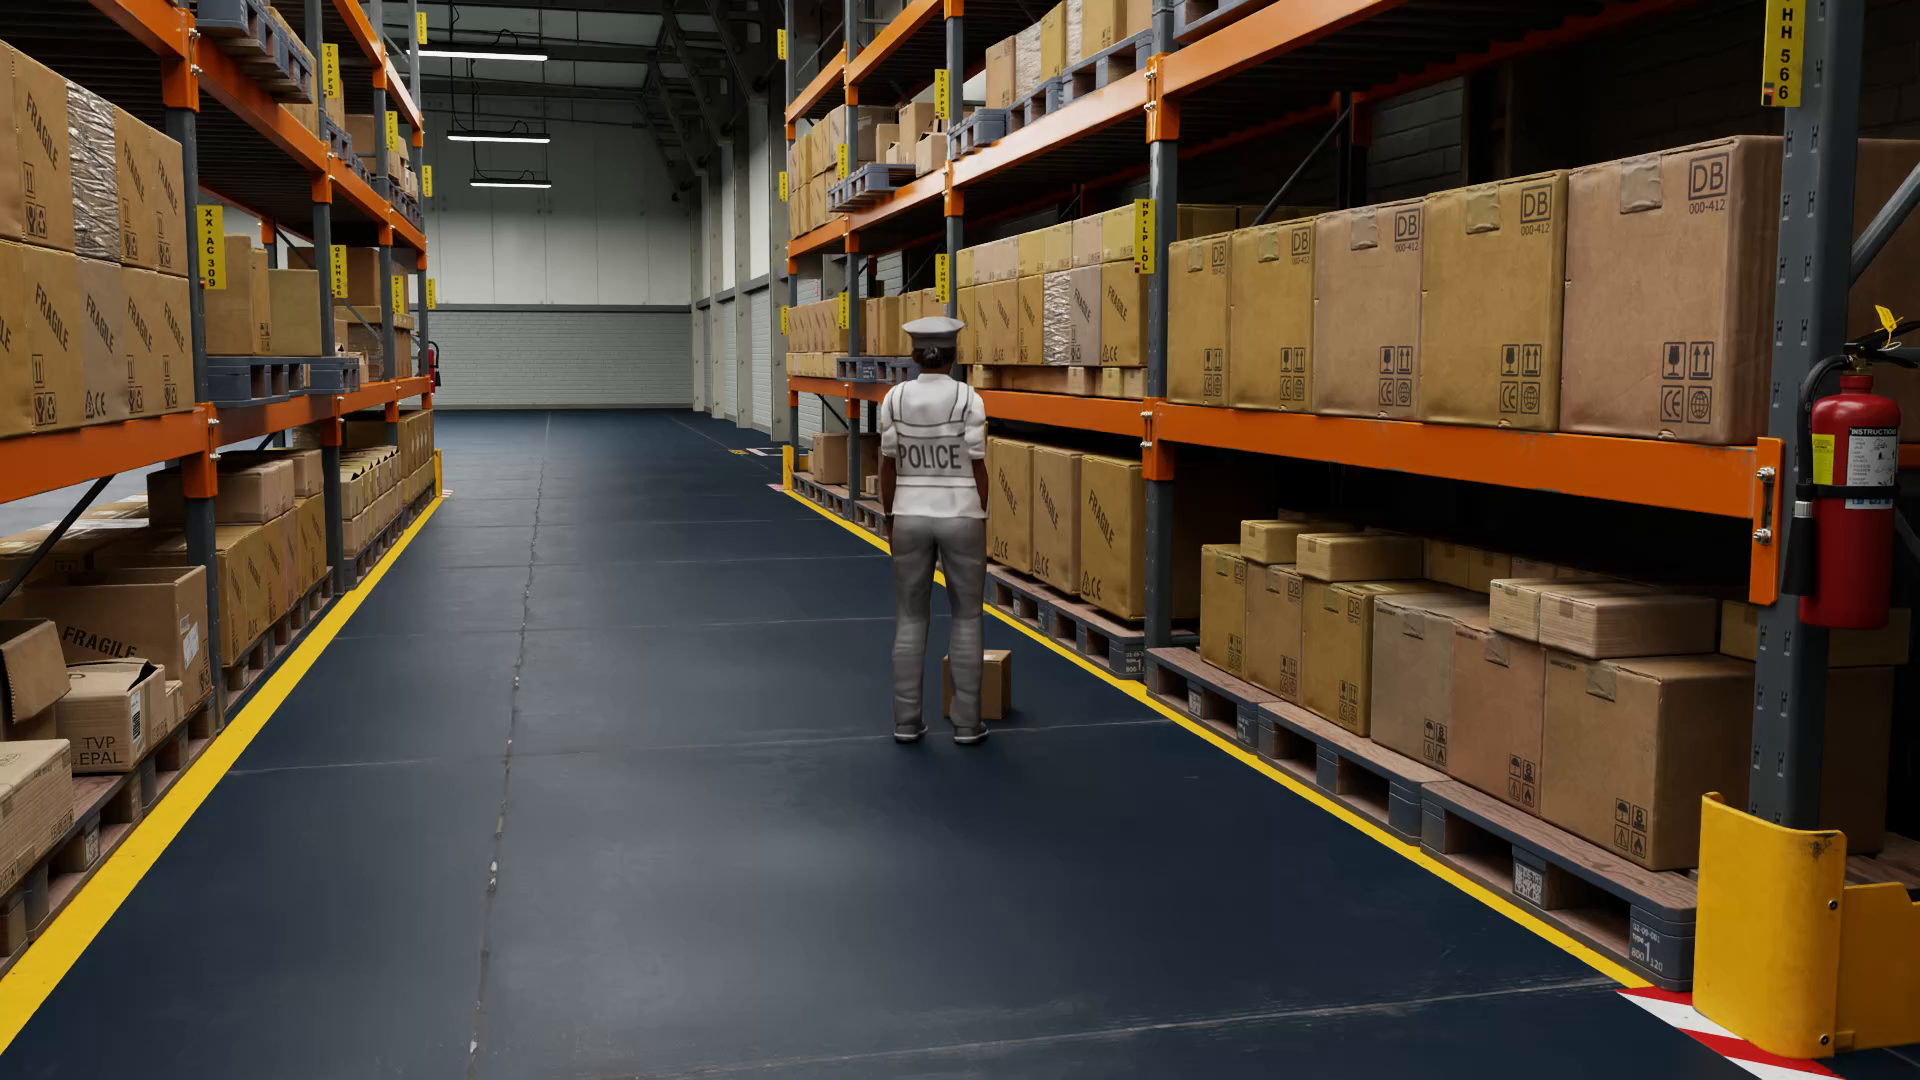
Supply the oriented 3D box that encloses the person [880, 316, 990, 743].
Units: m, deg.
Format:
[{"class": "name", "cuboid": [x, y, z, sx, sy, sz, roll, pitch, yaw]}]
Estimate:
[{"class": "person", "cuboid": [-0.095, -0.041, 6.545, 0.437, 1.670, 0.341, 1, 6, 13]}]
